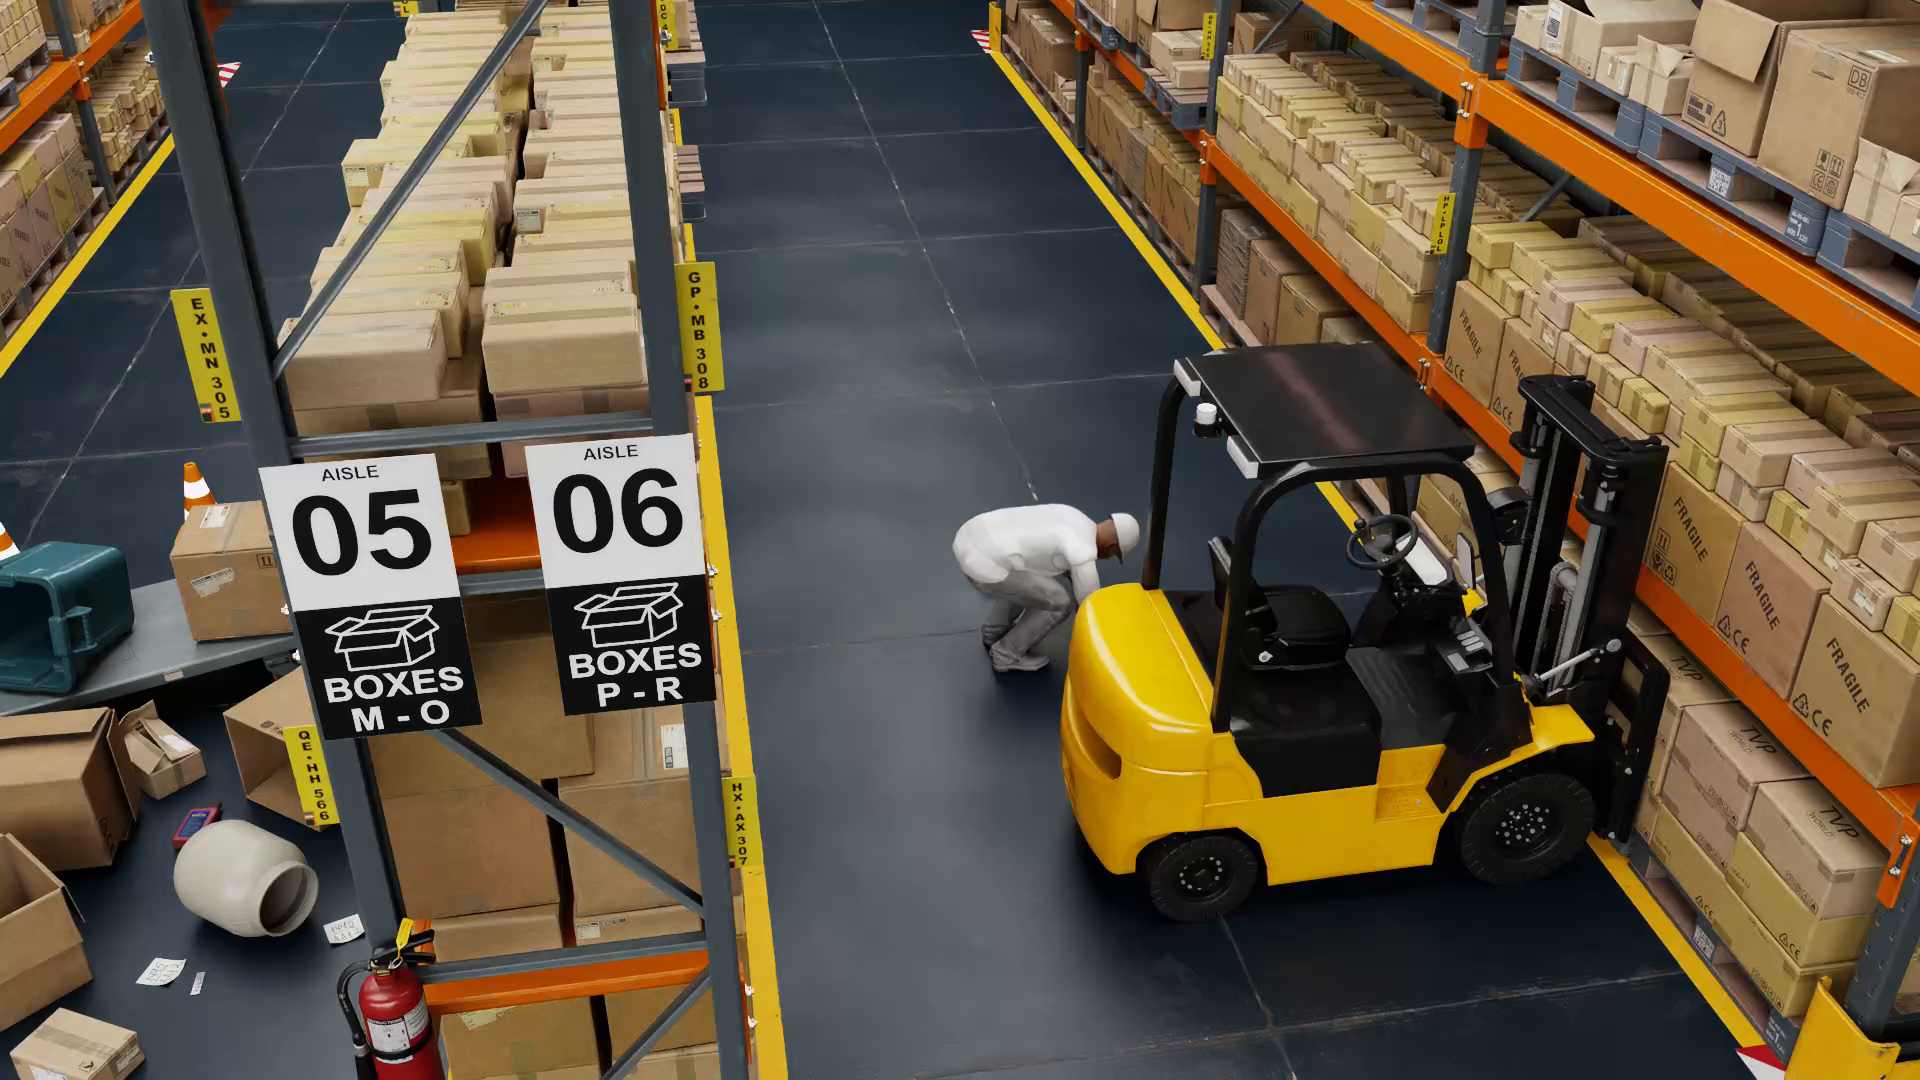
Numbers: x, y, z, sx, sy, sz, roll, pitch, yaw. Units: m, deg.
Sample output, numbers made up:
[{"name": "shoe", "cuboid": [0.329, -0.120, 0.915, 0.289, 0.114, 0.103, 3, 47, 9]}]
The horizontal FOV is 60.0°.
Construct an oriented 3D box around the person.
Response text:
[{"name": "person", "cuboid": [0.455, 0.218, 8.671, 0.980, 0.862, 0.513, -6, 31, -11]}]
